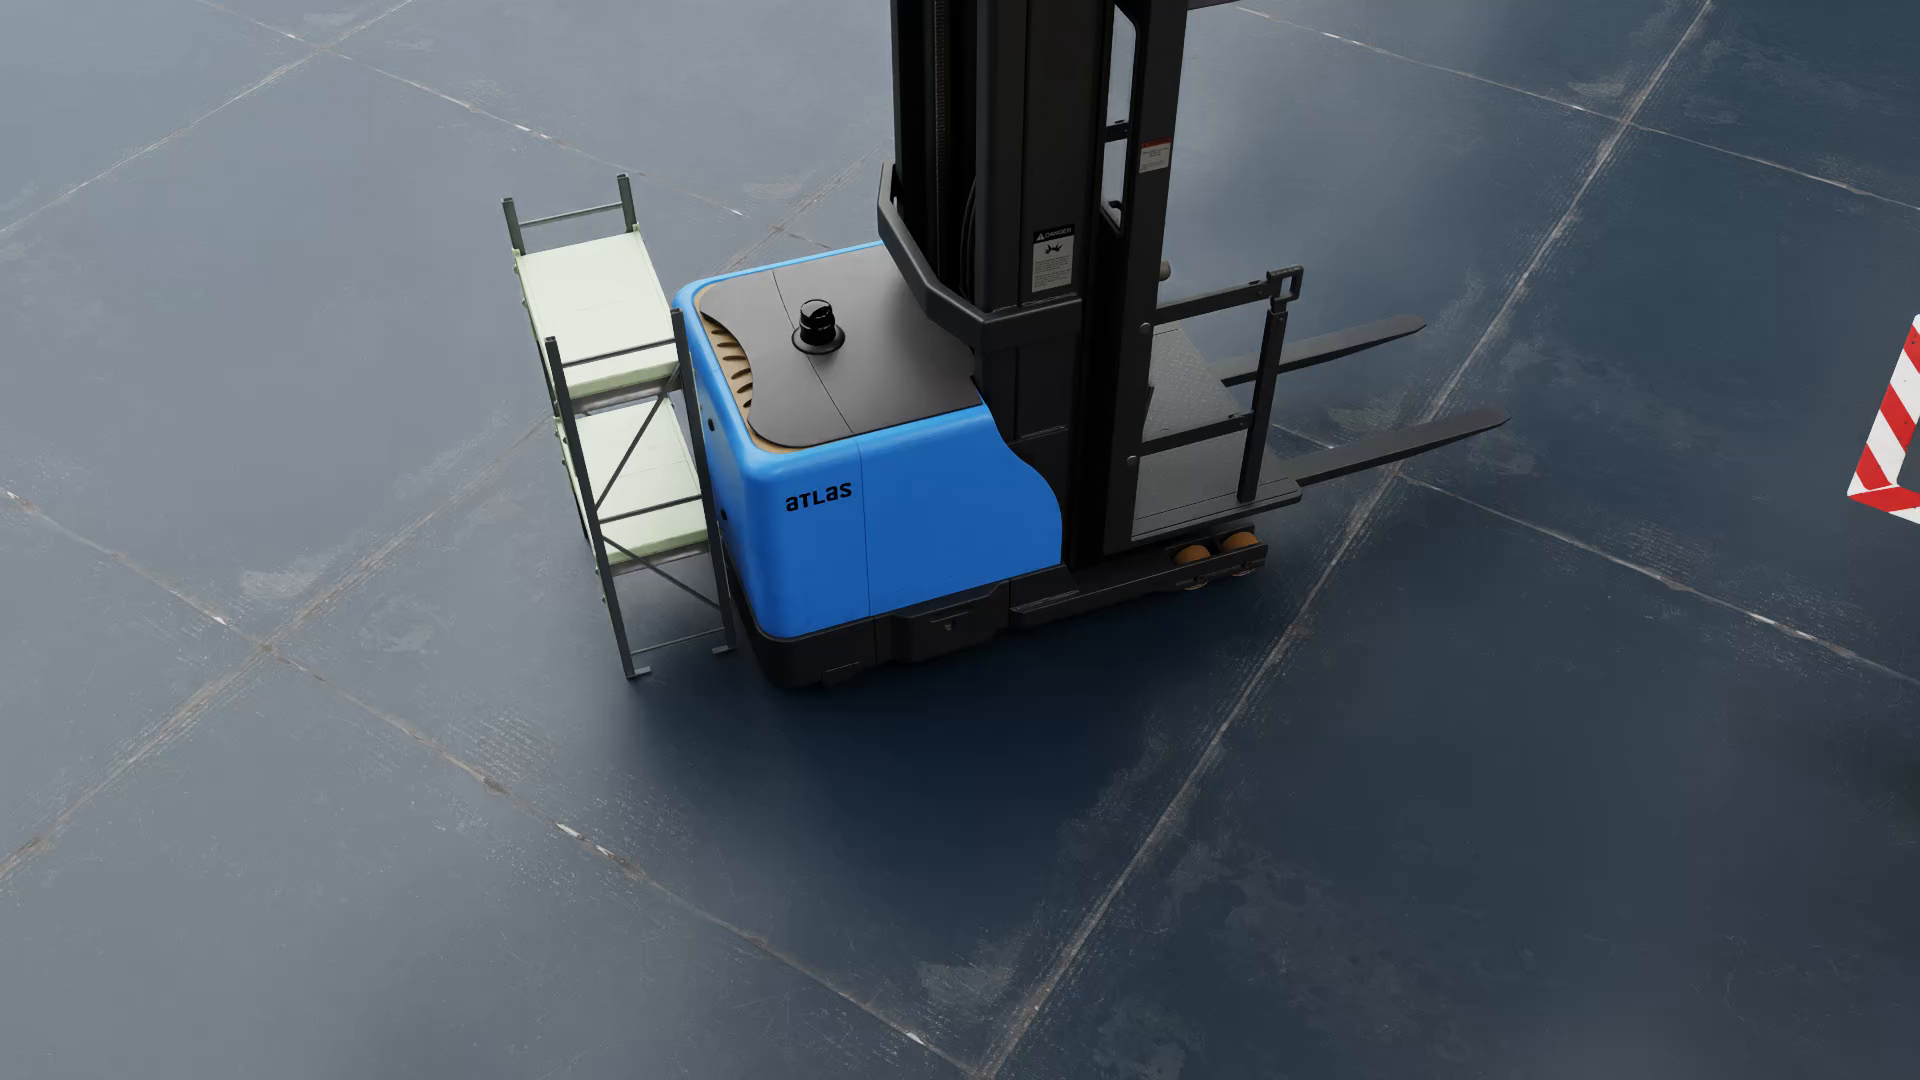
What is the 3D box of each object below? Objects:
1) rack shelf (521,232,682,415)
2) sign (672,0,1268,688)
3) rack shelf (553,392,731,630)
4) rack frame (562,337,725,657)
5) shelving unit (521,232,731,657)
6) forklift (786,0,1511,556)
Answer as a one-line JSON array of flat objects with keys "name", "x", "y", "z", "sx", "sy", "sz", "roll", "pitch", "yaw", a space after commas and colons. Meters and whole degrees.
[{"name": "rack shelf", "x": -1.114, "y": -0.681, "z": 5.182, "sx": 0.368, "sy": 0.124, "sz": 0.686, "roll": -15, "pitch": 48, "yaw": -13}, {"name": "sign", "x": 0.048, "y": -0.998, "z": 5.249, "sx": 2.025, "sy": 2.768, "sz": 2.177, "roll": 25, "pitch": 51, "yaw": 22}, {"name": "rack shelf", "x": -1.106, "y": -0.116, "z": 5.768, "sx": 0.431, "sy": 0.370, "sz": 0.720, "roll": -15, "pitch": 48, "yaw": -13}, {"name": "rack frame", "x": -0.985, "y": -0.095, "z": 5.293, "sx": 0.380, "sy": 1.308, "sz": 0.010, "roll": -15, "pitch": 48, "yaw": -13}, {"name": "shelving unit", "x": -1.107, "y": -0.338, "z": 5.530, "sx": 0.431, "sy": 1.308, "sz": 0.731, "roll": -15, "pitch": 48, "yaw": -13}, {"name": "forklift", "x": 0.592, "y": -1.178, "z": 5.351, "sx": 3.031, "sy": 2.935, "sz": 1.121, "roll": -15, "pitch": 48, "yaw": -14}]
